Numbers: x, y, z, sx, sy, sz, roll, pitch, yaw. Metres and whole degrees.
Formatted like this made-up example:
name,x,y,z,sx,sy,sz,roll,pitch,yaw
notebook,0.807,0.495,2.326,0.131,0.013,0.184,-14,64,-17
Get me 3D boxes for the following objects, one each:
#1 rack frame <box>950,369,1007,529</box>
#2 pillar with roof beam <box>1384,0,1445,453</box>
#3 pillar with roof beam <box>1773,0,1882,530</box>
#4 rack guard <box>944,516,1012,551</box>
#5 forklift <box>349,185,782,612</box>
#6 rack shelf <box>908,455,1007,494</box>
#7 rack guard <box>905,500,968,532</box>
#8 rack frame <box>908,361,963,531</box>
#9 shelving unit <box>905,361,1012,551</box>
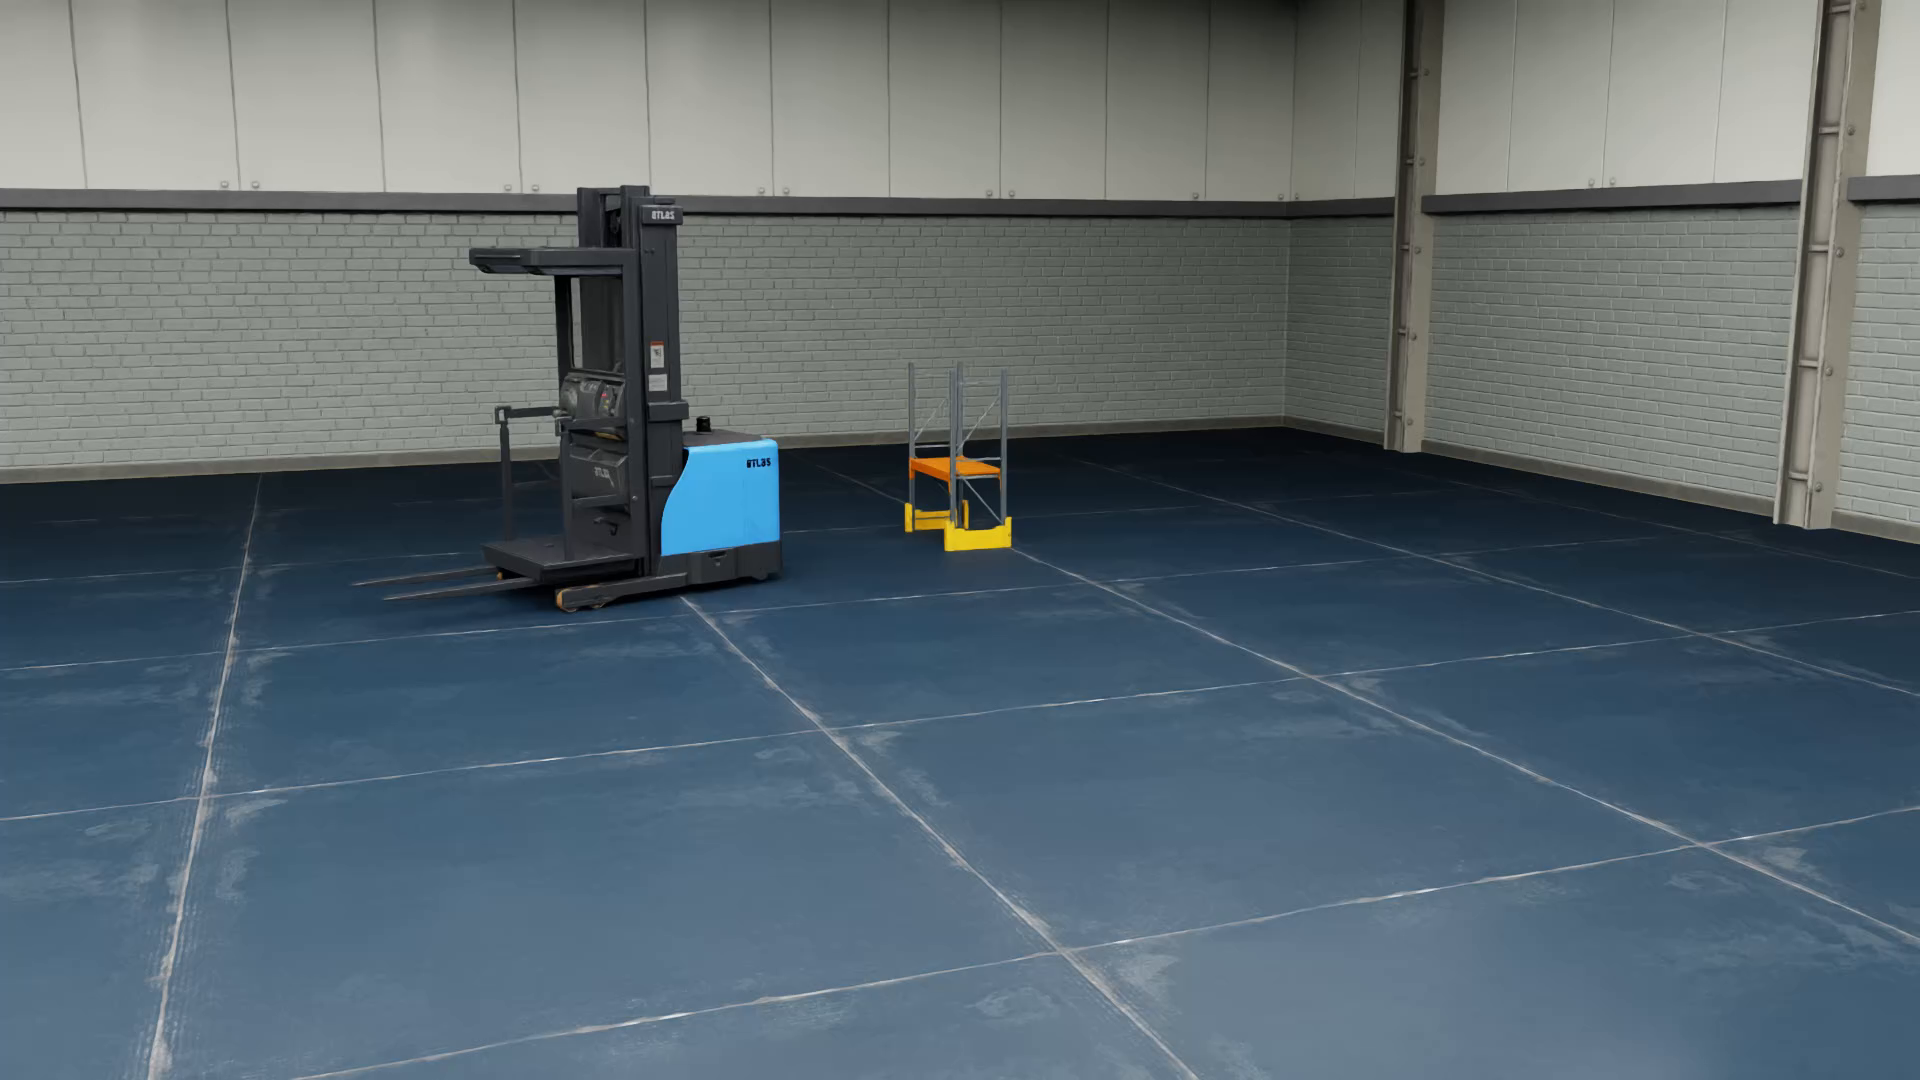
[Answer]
name,x,y,z,sx,sy,sz,roll,pitch,yaw
rack frame,0.153,-0.669,13.901,0.500,1.500,0.032,-4,11,-21
pillar with roof beam,1.498,-5.269,18.349,9.100,9.000,0.400,-4,11,-21
pillar with roof beam,3.672,-4.290,12.843,9.100,9.000,0.400,-4,11,-21
rack guard,0.153,-0.054,14.011,0.587,0.250,0.087,-4,11,-21
forklift,-2.822,-1.043,11.915,3.031,2.935,1.130,-8,13,-38
rack shelf,-0.031,-0.575,14.399,0.538,0.185,1.000,-4,11,-21
rack guard,-0.208,-0.217,14.925,0.587,0.250,0.087,-4,11,-21
rack frame,-0.215,-0.835,14.834,0.500,1.500,0.032,-4,11,-21
shelving unit,-0.028,-0.751,14.359,0.587,1.500,1.083,-4,11,-21
